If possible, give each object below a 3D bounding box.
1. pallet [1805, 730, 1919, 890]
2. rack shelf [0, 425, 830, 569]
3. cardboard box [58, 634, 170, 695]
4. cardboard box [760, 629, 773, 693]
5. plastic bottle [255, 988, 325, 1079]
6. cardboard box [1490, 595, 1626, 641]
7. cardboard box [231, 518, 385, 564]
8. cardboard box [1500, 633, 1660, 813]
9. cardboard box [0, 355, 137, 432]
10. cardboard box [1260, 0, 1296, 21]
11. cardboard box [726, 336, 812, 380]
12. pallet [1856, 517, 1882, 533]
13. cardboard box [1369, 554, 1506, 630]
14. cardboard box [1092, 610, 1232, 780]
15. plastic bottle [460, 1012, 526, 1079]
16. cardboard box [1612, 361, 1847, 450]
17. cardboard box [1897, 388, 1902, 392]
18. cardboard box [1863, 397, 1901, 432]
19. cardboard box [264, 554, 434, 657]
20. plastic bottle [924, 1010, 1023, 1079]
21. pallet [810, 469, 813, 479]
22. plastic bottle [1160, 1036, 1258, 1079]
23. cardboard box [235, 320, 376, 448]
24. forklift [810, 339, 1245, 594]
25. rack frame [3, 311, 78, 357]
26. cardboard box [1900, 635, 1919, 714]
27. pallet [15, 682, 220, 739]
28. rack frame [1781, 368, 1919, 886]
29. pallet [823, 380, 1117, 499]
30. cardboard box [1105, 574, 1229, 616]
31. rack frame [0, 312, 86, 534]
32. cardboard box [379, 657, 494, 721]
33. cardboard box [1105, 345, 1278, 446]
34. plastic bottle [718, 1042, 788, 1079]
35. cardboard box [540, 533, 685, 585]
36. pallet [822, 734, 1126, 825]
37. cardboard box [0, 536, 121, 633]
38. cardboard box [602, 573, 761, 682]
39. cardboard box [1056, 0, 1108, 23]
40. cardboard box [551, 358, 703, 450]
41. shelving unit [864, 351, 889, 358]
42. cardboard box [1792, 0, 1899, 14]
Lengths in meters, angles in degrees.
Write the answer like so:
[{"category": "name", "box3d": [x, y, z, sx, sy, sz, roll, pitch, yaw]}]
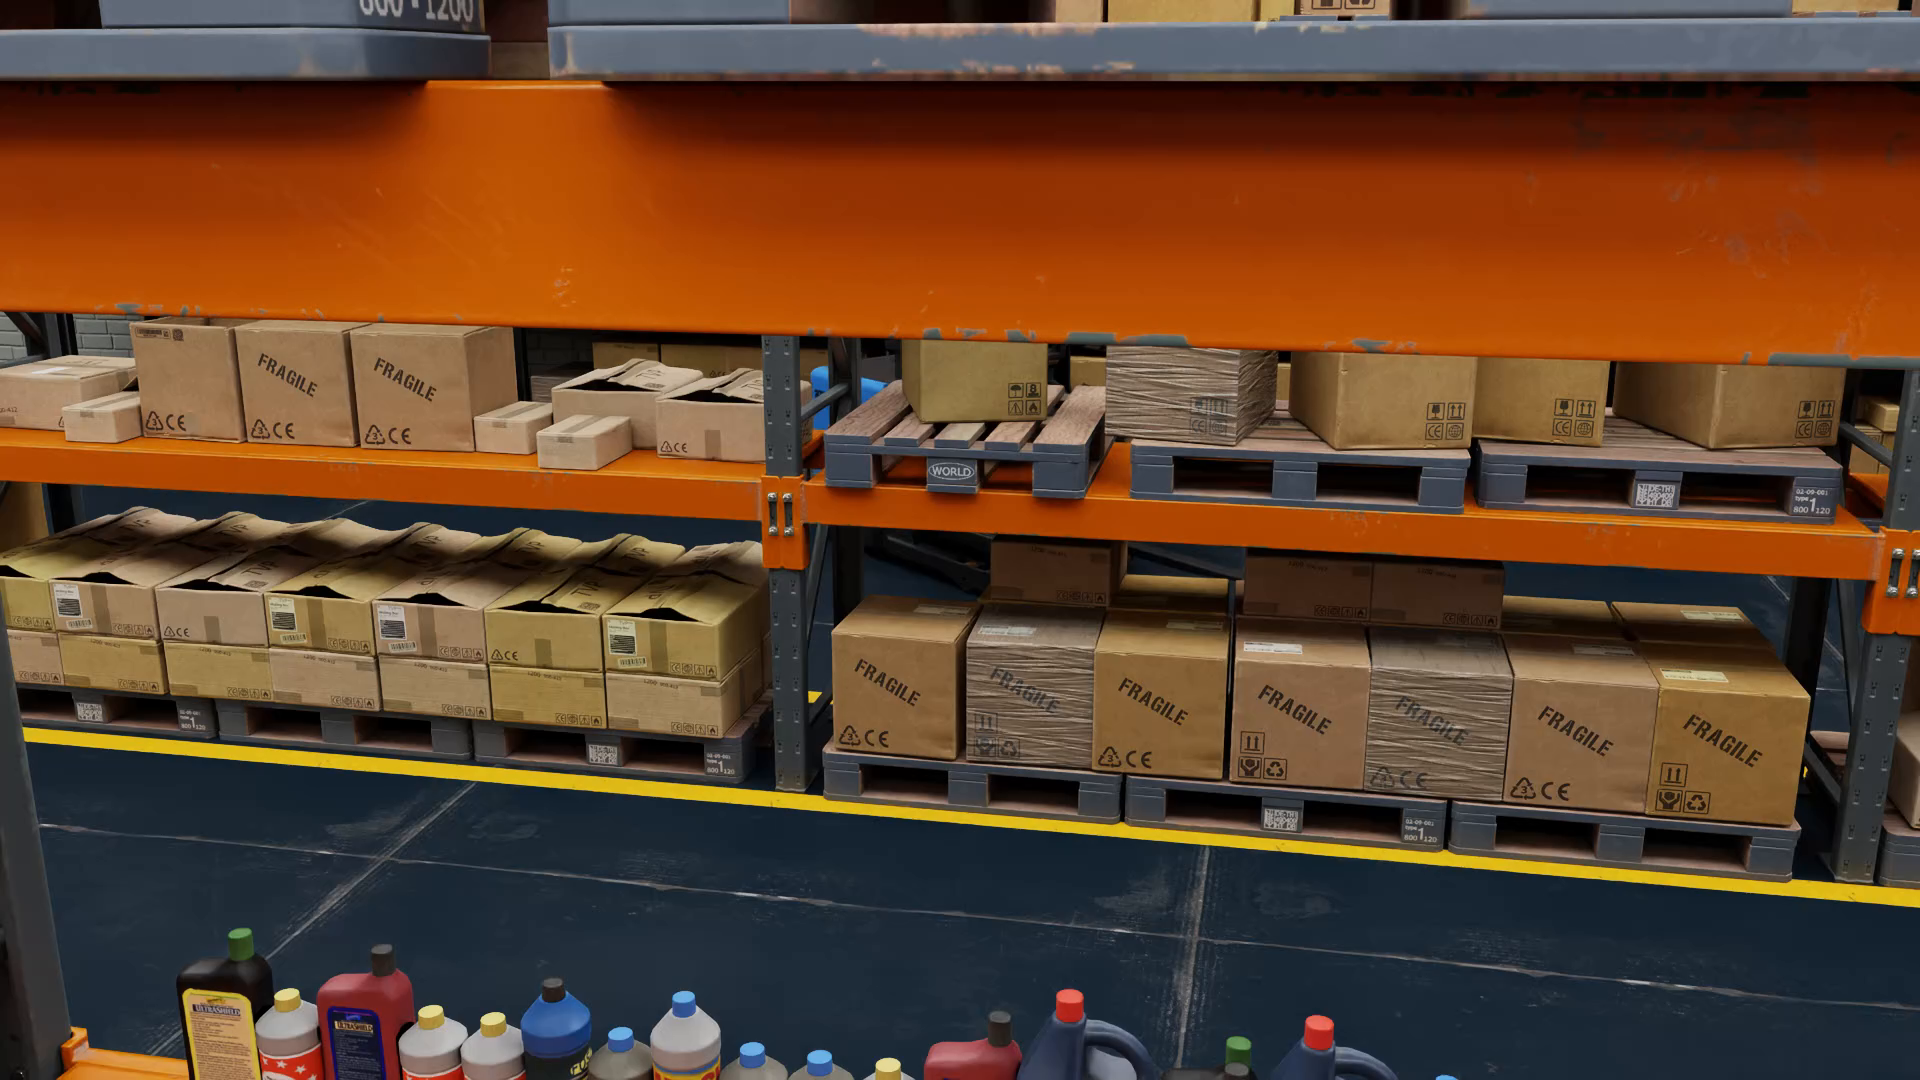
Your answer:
[{"category": "pallet", "box3d": [4.000, 1.048, 6.313, 1.213, 0.211, 1.003, 3, 16, 11]}, {"category": "rack shelf", "box3d": [-2.552, -0.305, 7.322, 4.000, 0.370, 1.077, 3, 16, 11]}, {"category": "cardboard box", "box3d": [-3.666, 0.478, 7.510, 0.500, 0.250, 0.500, 4, 16, 12]}, {"category": "cardboard box", "box3d": [-1.047, 0.473, 7.531, 0.500, 0.250, 0.500, 3, 16, 11]}, {"category": "plastic bottle", "box3d": [-0.992, 0.767, 2.477, 0.097, 0.201, 0.097, 0, 15, 0]}, {"category": "cardboard box", "box3d": [2.377, 0.545, 6.764, 0.500, 0.500, 0.500, 3, 16, 12]}, {"category": "cardboard box", "box3d": [-3.058, 0.094, 7.847, 0.500, 0.311, 0.500, 3, 16, 11]}, {"category": "cardboard box", "box3d": [2.304, 0.680, 6.276, 0.500, 0.500, 0.500, 3, 16, 11]}, {"category": "cardboard box", "box3d": [-4.021, -0.671, 7.577, 0.500, 0.250, 0.500, 4, 16, 15]}, {"category": "cardboard box", "box3d": [1.947, -3.489, 10.839, 0.500, 0.500, 0.700, 4, 16, 14]}, {"category": "cardboard box", "box3d": [-1.376, -1.308, 12.048, 0.500, 0.250, 0.500, 3, 16, 11]}, {"category": "pallet", "box3d": [6.240, -0.160, 10.673, 1.213, 0.211, 1.003, 3, 16, 11]}, {"category": "cardboard box", "box3d": [1.922, 0.156, 6.764, 0.500, 0.250, 0.500, 3, 16, 11]}, {"category": "cardboard box", "box3d": [0.801, 0.601, 6.563, 0.500, 0.500, 0.500, 3, 16, 10]}, {"category": "plastic bottle", "box3d": [-0.671, 0.784, 2.414, 0.097, 0.201, 0.097, 0, 15, 0]}, {"category": "cardboard box", "box3d": [2.908, -0.667, 6.307, 0.500, 0.500, 0.700, -2, 16, -8]}, {"category": "cardboard box", "box3d": [6.196, -0.864, 10.671, 0.250, 0.149, 0.380, 3, 16, 10]}, {"category": "cardboard box", "box3d": [5.834, -0.779, 10.365, 0.250, 0.149, 0.380, 3, 16, 9]}, {"category": "cardboard box", "box3d": [-2.650, 0.263, 7.238, 0.500, 0.311, 0.500, 4, 16, 13]}, {"category": "plastic bottle", "box3d": [0.018, 0.777, 2.286, 0.133, 0.283, 0.061, 3, 16, 11]}, {"category": "pallet", "box3d": [-0.374, -0.540, 12.045, 1.213, 0.211, 1.003, 3, 16, 11]}, {"category": "plastic bottle", "box3d": [0.330, 0.794, 2.225, 0.133, 0.283, 0.061, 3, 16, 11]}, {"category": "cardboard box", "box3d": [-2.756, -0.707, 7.237, 0.500, 0.500, 0.500, 3, 16, 11]}, {"category": "forklift", "box3d": [0.381, -1.236, 9.462, 1.130, 2.935, 3.031, -13, 20, -38]}, {"category": "rack frame", "box3d": [-7.448, -2.267, 13.057, 0.127, 3.000, 1.000, 3, 16, 11]}, {"category": "cardboard box", "box3d": [3.942, 0.616, 6.507, 0.500, 0.500, 0.500, 3, 16, 11]}, {"category": "pallet", "box3d": [-3.782, 0.615, 7.878, 1.213, 0.211, 1.003, 3, 16, 11]}, {"category": "rack frame", "box3d": [3.327, -0.333, 6.074, 0.127, 3.000, 1.000, 3, 16, 11]}, {"category": "pallet", "box3d": [0.086, -0.435, 6.804, 1.003, 0.211, 1.213, 3, 16, 11]}, {"category": "cardboard box", "box3d": [0.878, 0.463, 7.059, 0.500, 0.500, 0.500, 3, 16, 9]}, {"category": "rack frame", "box3d": [-4.512, -0.758, 7.610, 0.127, 3.000, 1.000, 3, 16, 11]}, {"category": "cardboard box", "box3d": [-2.155, 0.559, 7.219, 0.500, 0.250, 0.500, 3, 16, 12]}, {"category": "cardboard box", "box3d": [0.905, -0.693, 6.402, 0.500, 0.500, 0.700, 6, 17, 22]}, {"category": "plastic bottle", "box3d": [-0.289, 0.805, 2.339, 0.097, 0.201, 0.097, 0, 15, 0]}, {"category": "cardboard box", "box3d": [-1.563, 0.177, 7.549, 0.500, 0.311, 0.500, 3, 16, 10]}, {"category": "pallet", "box3d": [0.132, 0.848, 7.035, 1.213, 0.211, 1.003, 3, 16, 11]}, {"category": "cardboard box", "box3d": [-4.157, 0.181, 7.532, 0.500, 0.311, 0.500, 3, 16, 11]}, {"category": "cardboard box", "box3d": [-1.155, 0.344, 6.946, 0.500, 0.311, 0.500, 4, 16, 13]}, {"category": "cardboard box", "box3d": [0.342, -1.998, 6.278, 0.500, 0.500, 0.910, 3, 16, 11]}, {"category": "cardboard box", "box3d": [-1.430, -0.601, 7.209, 0.500, 0.311, 0.500, 3, 16, 10]}, {"category": "shelving unit", "box3d": [-0.476, -0.711, 11.092, 0.215, 1.050, 0.252, -13, 20, -38]}, {"category": "cardboard box", "box3d": [2.849, -2.123, 5.757, 0.600, 0.600, 0.600, 2, 16, 6]}]
